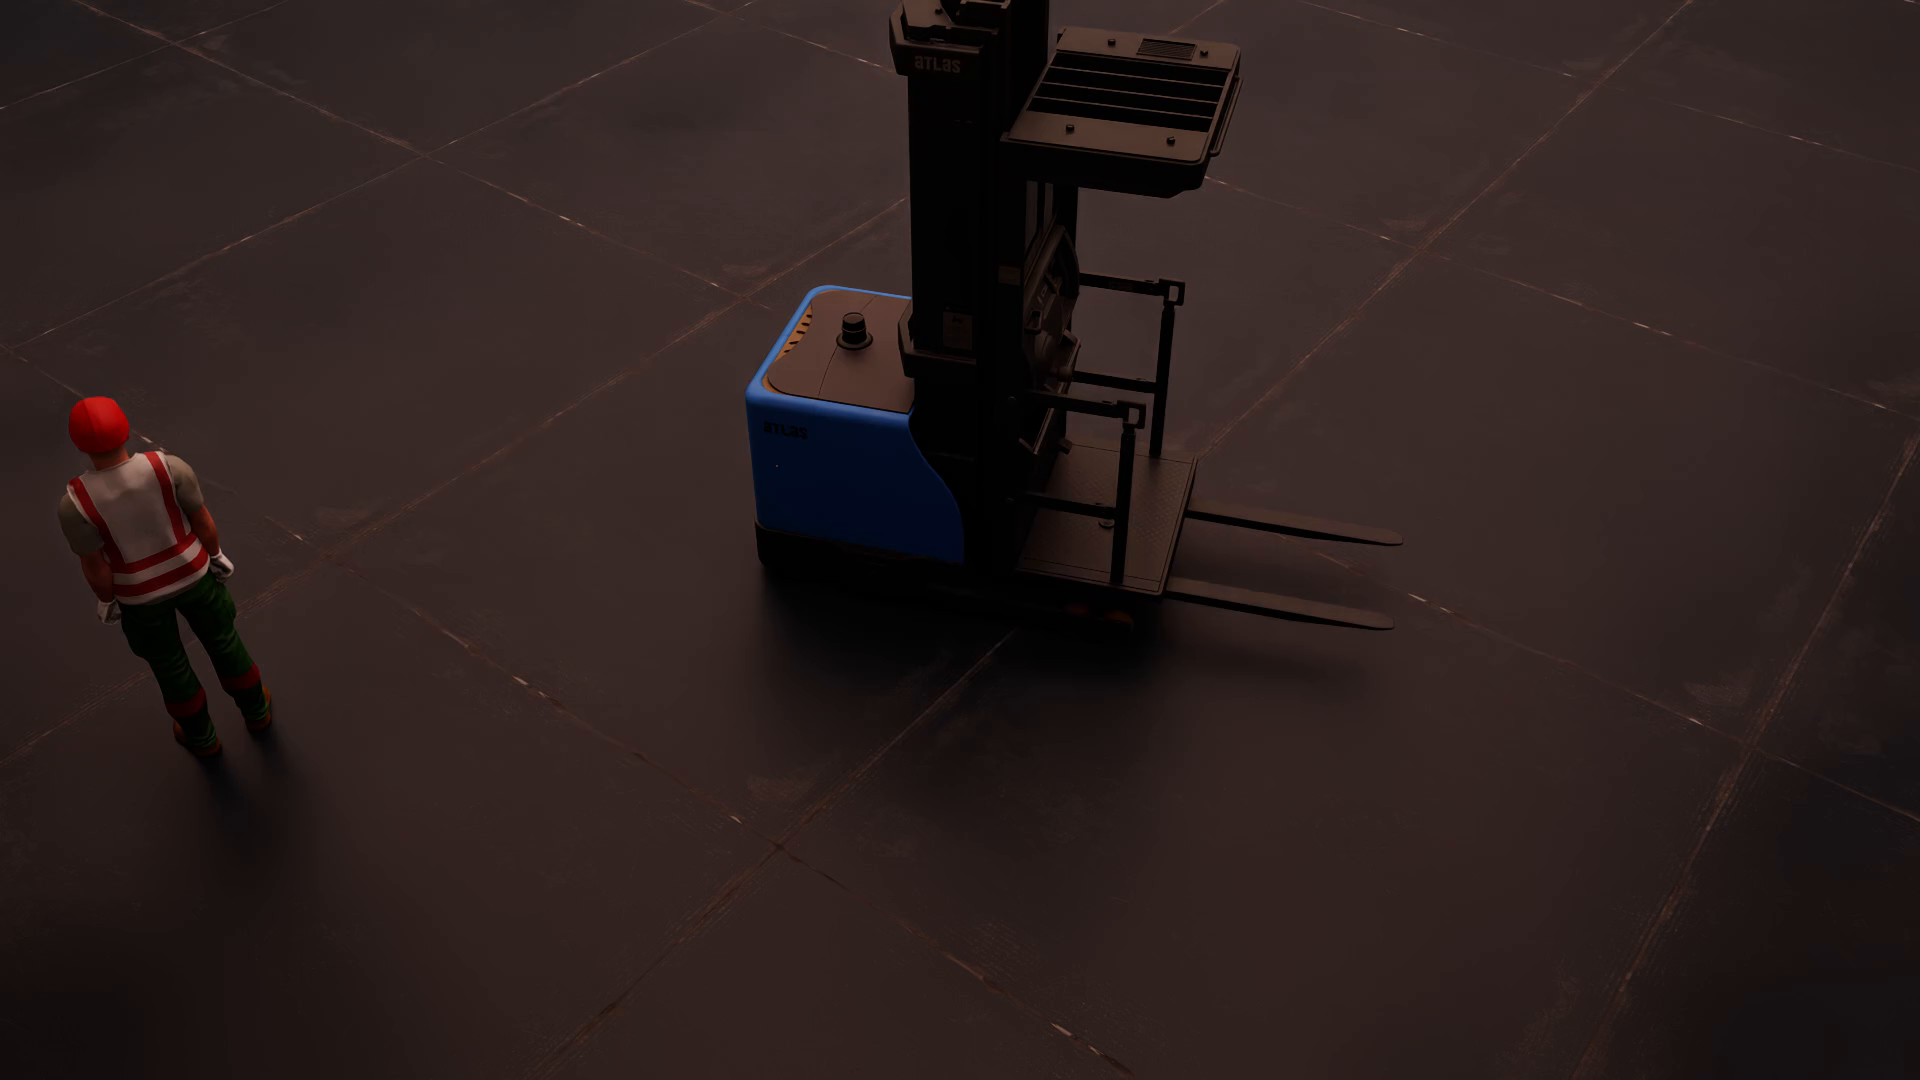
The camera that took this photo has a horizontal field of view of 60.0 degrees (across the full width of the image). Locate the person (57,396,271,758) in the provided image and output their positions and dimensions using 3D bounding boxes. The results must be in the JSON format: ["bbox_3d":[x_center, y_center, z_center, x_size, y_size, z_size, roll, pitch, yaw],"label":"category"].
[{"bbox_3d":[-3.256,0.154,6.772,0.538,1.795,0.348,-28,48,-29],"label":"person"}]

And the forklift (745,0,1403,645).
[{"bbox_3d":[0.587,-1.011,7.260,3.031,2.935,1.130,10,41,12],"label":"forklift"}]
